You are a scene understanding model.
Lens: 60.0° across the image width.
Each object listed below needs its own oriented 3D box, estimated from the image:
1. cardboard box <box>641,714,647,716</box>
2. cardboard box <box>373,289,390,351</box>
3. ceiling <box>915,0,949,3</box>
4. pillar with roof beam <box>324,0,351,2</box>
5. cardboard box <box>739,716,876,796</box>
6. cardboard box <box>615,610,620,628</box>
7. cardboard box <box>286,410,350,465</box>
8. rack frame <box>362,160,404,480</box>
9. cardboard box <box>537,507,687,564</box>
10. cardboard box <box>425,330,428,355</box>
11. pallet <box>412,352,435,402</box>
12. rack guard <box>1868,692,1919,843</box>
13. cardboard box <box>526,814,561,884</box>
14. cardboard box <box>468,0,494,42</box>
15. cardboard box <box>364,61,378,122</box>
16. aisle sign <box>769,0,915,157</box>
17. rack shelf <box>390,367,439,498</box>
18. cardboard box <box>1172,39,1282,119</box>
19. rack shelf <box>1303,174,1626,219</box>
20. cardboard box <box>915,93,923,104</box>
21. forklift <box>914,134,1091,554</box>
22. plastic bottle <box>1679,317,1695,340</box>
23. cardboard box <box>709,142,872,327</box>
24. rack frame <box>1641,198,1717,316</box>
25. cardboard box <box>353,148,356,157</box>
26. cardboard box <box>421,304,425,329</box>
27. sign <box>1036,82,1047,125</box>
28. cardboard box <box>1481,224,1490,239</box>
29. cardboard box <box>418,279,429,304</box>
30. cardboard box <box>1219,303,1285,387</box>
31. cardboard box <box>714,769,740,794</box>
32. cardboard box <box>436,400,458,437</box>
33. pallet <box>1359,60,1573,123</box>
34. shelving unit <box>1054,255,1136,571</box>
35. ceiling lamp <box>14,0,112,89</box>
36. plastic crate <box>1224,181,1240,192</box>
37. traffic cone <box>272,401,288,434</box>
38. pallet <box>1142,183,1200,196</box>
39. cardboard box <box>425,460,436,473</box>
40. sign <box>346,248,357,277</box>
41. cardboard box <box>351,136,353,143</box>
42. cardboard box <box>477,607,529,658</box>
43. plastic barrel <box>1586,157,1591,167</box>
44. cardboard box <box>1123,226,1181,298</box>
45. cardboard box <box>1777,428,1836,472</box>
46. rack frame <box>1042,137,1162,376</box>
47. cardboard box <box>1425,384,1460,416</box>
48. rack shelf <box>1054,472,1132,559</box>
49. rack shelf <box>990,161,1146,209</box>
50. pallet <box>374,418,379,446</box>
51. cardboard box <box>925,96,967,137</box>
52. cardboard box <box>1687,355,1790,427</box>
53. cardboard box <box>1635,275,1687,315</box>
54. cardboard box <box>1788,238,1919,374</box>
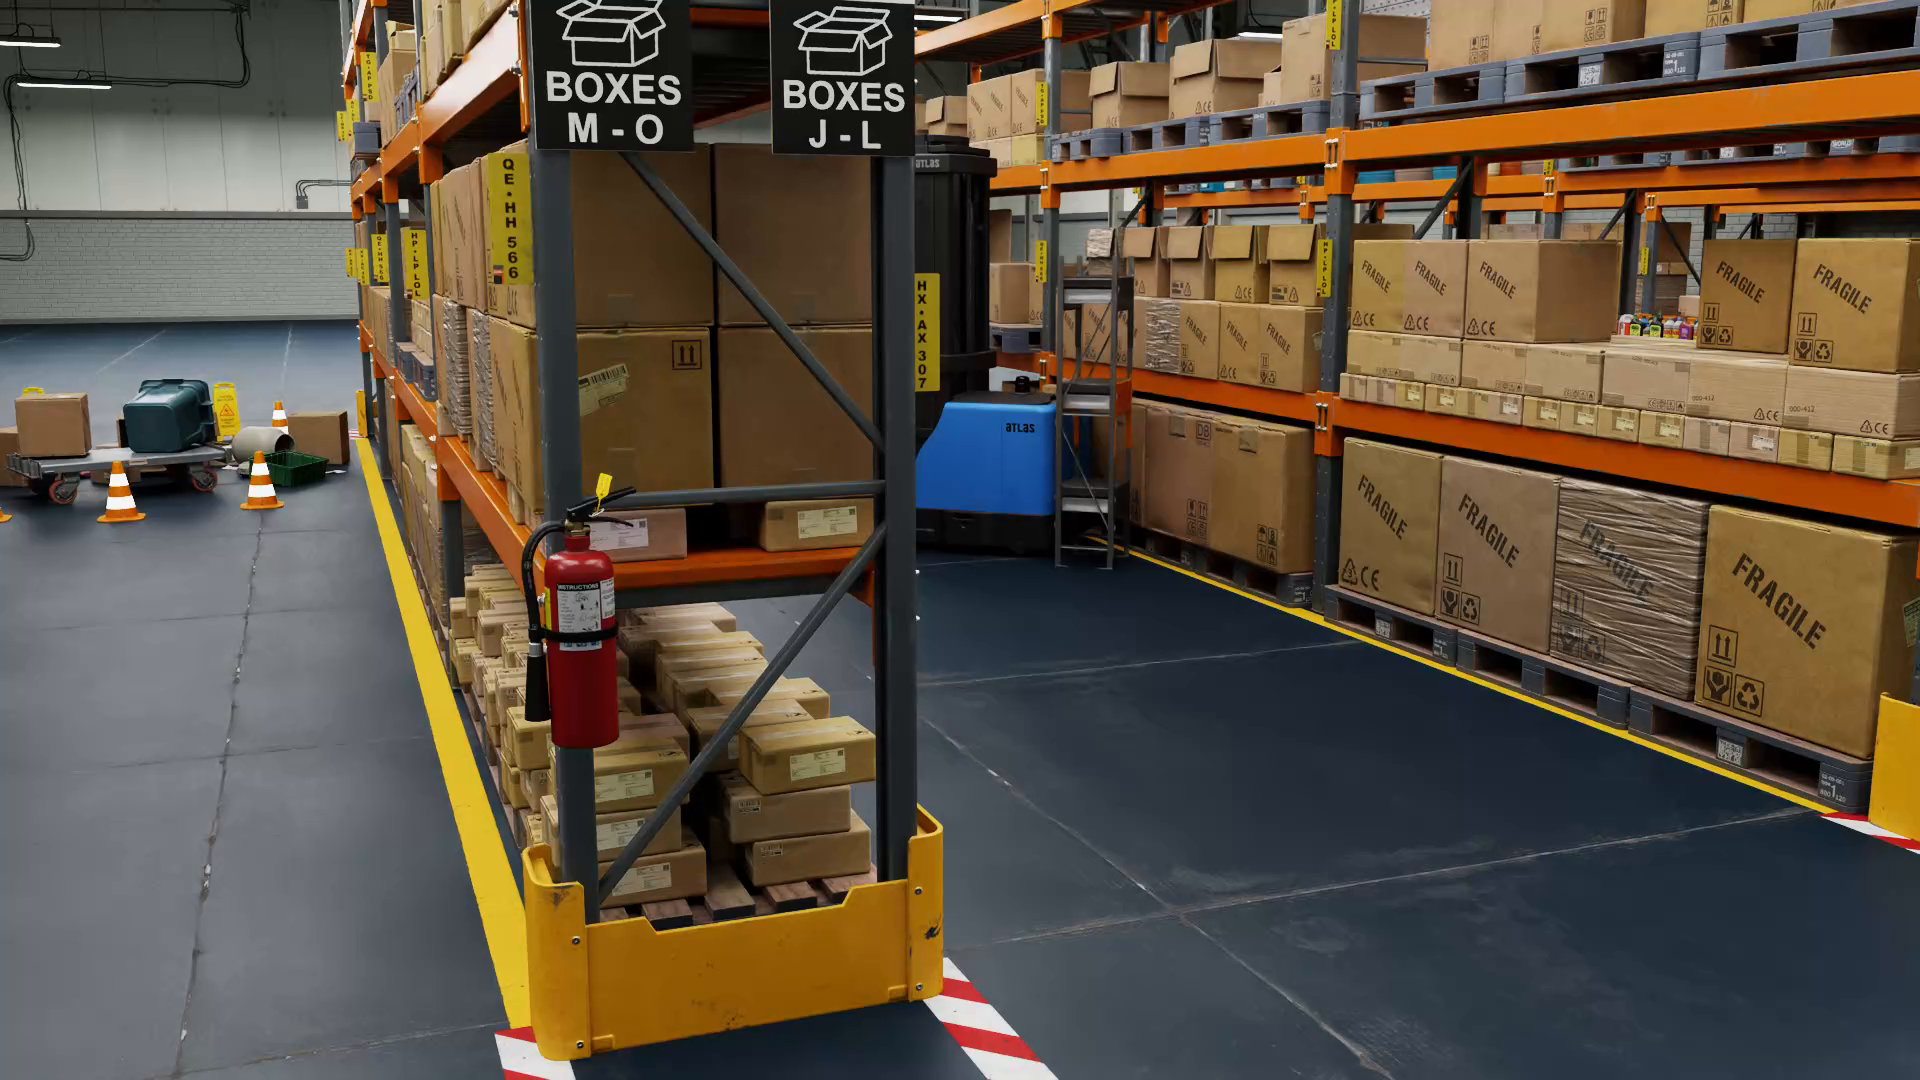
[{"bbox_3d":[-1.259,0.731,5.839,0.380,0.149,0.250,-4,11,-22],"label":"cardboard box"},{"bbox_3d":[-4.656,-1.857,14.012,0.500,0.500,0.500,-4,11,-21],"label":"cardboard box"},{"bbox_3d":[-2.229,-14.754,43.974,6.000,0.001,6.000,-4,11,-21],"label":"ceiling"},{"bbox_3d":[-15.603,-14.825,45.229,6.894,0.400,0.400,-4,11,-21],"label":"pillar with roof beam"},{"bbox_3d":[-0.483,0.680,5.273,0.380,0.149,0.250,-4,11,-23],"label":"cardboard box"},{"bbox_3d":[-1.440,0.303,7.396,0.380,0.149,0.250,-4,11,-19],"label":"cardboard box"},{"bbox_3d":[-6.477,-1.034,16.799,0.500,0.500,0.500,-2,10,-11],"label":"cardboard box"},{"bbox_3d":[-4.958,-2.075,15.522,1.000,3.000,0.127,-4,11,-21],"label":"rack frame"},{"bbox_3d":[-0.992,-0.028,4.731,0.380,0.149,0.250,-4,11,-21],"label":"cardboard box"},{"bbox_3d":[-3.053,-1.203,10.138,0.380,0.149,0.250,-4,11,-20],"label":"cardboard box"},{"bbox_3d":[-2.753,-1.007,10.066,1.003,0.211,1.213,-4,11,-21],"label":"pallet"},{"bbox_3d":[4.058,0.820,6.384,1.175,0.500,0.348,-4,11,-21],"label":"rack guard"},{"bbox_3d":[-1.183,0.972,5.332,0.380,0.149,0.250,-4,11,-19],"label":"cardboard box"},{"bbox_3d":[-1.213,-1.660,5.049,0.500,0.250,0.500,-4,11,-21],"label":"cardboard box"},{"bbox_3d":[-4.400,-3.470,13.030,0.500,0.500,0.500,-4,11,-21],"label":"cardboard box"},{"bbox_3d":[-0.304,-1.404,4.323,0.394,0.787,0.004,-4,11,-21],"label":"aisle sign"},{"bbox_3d":[-2.784,-0.742,10.079,1.077,0.370,4.000,-4,11,-21],"label":"rack shelf"},{"bbox_3d":[1.911,-3.123,11.353,0.797,0.503,0.637,-4,11,-22],"label":"cardboard box"},{"bbox_3d":[5.042,-3.484,16.931,1.077,0.370,4.000,-4,11,-21],"label":"rack shelf"},{"bbox_3d":[-0.700,-4.349,17.179,0.500,0.500,0.500,-4,11,-23],"label":"cardboard box"},{"bbox_3d":[-0.584,-1.484,12.392,3.031,2.935,1.130,4,11,21],"label":"forklift"},{"bbox_3d":[5.999,-1.695,13.716,0.061,0.283,0.133,-4,11,-21],"label":"plastic bottle"},{"bbox_3d":[-0.525,-0.895,4.895,0.500,0.500,0.500,-4,11,-21],"label":"cardboard box"},{"bbox_3d":[8.935,-3.002,20.730,1.000,3.000,0.127,-4,11,-21],"label":"rack frame"},{"bbox_3d":[-6.032,-4.013,17.086,0.380,0.149,0.250,-4,11,-20],"label":"cardboard box"},{"bbox_3d":[-3.140,-1.391,10.343,0.380,0.149,0.250,-4,11,-21],"label":"cardboard box"},{"bbox_3d":[0.644,-3.418,13.028,0.100,0.325,0.005,-4,11,-21],"label":"sign"},{"bbox_3d":[7.662,-4.257,23.796,0.700,0.500,0.500,-4,11,-21],"label":"cardboard box"},{"bbox_3d":[-3.242,-1.583,10.576,0.380,0.149,0.250,-4,11,-23],"label":"cardboard box"},{"bbox_3d":[2.003,-1.257,10.637,0.500,0.500,0.500,-4,11,-19],"label":"cardboard box"},{"bbox_3d":[-0.607,0.784,5.541,0.380,0.149,0.250,-4,11,-21],"label":"cardboard box"},{"bbox_3d":[-2.262,-0.579,7.826,0.380,0.149,0.250,-3,11,-19],"label":"cardboard box"},{"bbox_3d":[2.887,-2.367,8.848,1.003,0.211,1.213,-4,11,-21],"label":"pallet"},{"bbox_3d":[0.921,-0.879,11.368,0.431,2.100,0.503,3,11,18],"label":"shelving unit"},{"bbox_3d":[-21.242,-12.306,39.240,2.000,3.185,0.800,-4,11,-21],"label":"ceiling lamp"},{"bbox_3d":[3.359,-4.271,20.055,0.243,0.136,0.396,-4,11,-21],"label":"plastic crate"},{"bbox_3d":[-7.539,-1.302,18.421,0.336,0.463,0.334,-4,11,-21],"label":"traffic cone"},{"bbox_3d":[3.076,-4.583,21.596,1.003,0.211,1.213,-4,11,-21],"label":"pallet"},{"bbox_3d":[-2.739,-0.305,9.367,0.500,0.250,0.500,-3,11,-18],"label":"cardboard box"},{"bbox_3d":[-6.927,-3.159,18.917,0.100,0.325,0.005,-4,11,-21],"label":"sign"},{"bbox_3d":[-6.104,-4.273,17.409,0.500,0.250,0.500,-4,11,-21],"label":"cardboard box"},{"bbox_3d":[-1.814,0.379,6.969,0.380,0.149,0.250,-4,11,-20],"label":"cardboard box"},{"bbox_3d":[5.630,-3.472,15.254,0.294,0.245,0.294,0,10,0],"label":"plastic barrel"},{"bbox_3d":[1.634,-2.037,12.156,0.797,0.503,0.637,-4,11,-20],"label":"cardboard box"},{"bbox_3d":[3.518,-0.371,6.656,0.380,0.149,0.250,-4,11,-20],"label":"cardboard box"},{"bbox_3d":[1.150,-1.721,13.528,1.000,3.000,0.127,-4,11,-21],"label":"rack frame"},{"bbox_3d":[2.685,-0.746,8.766,0.380,0.149,0.250,-4,11,-22],"label":"cardboard box"},{"bbox_3d":[0.921,-0.177,11.493,0.431,0.518,0.480,3,11,18],"label":"rack shelf"},{"bbox_3d":[0.426,-3.170,15.164,1.077,0.370,4.000,-4,11,-21],"label":"rack shelf"},{"bbox_3d":[-6.045,-1.230,18.731,1.003,0.211,1.213,-4,11,-21],"label":"pallet"},{"bbox_3d":[0.121,-3.871,15.559,0.797,0.503,0.637,-3,11,-19],"label":"cardboard box"},{"bbox_3d":[3.443,-0.633,6.990,0.500,0.250,0.500,-4,11,-22],"label":"cardboard box"},{"bbox_3d":[8.769,-3.123,21.126,0.700,0.500,0.500,-4,11,-22],"label":"cardboard box"},{"bbox_3d":[3.628,-0.919,6.462,0.500,0.500,0.500,-4,11,-20],"label":"cardboard box"}]
